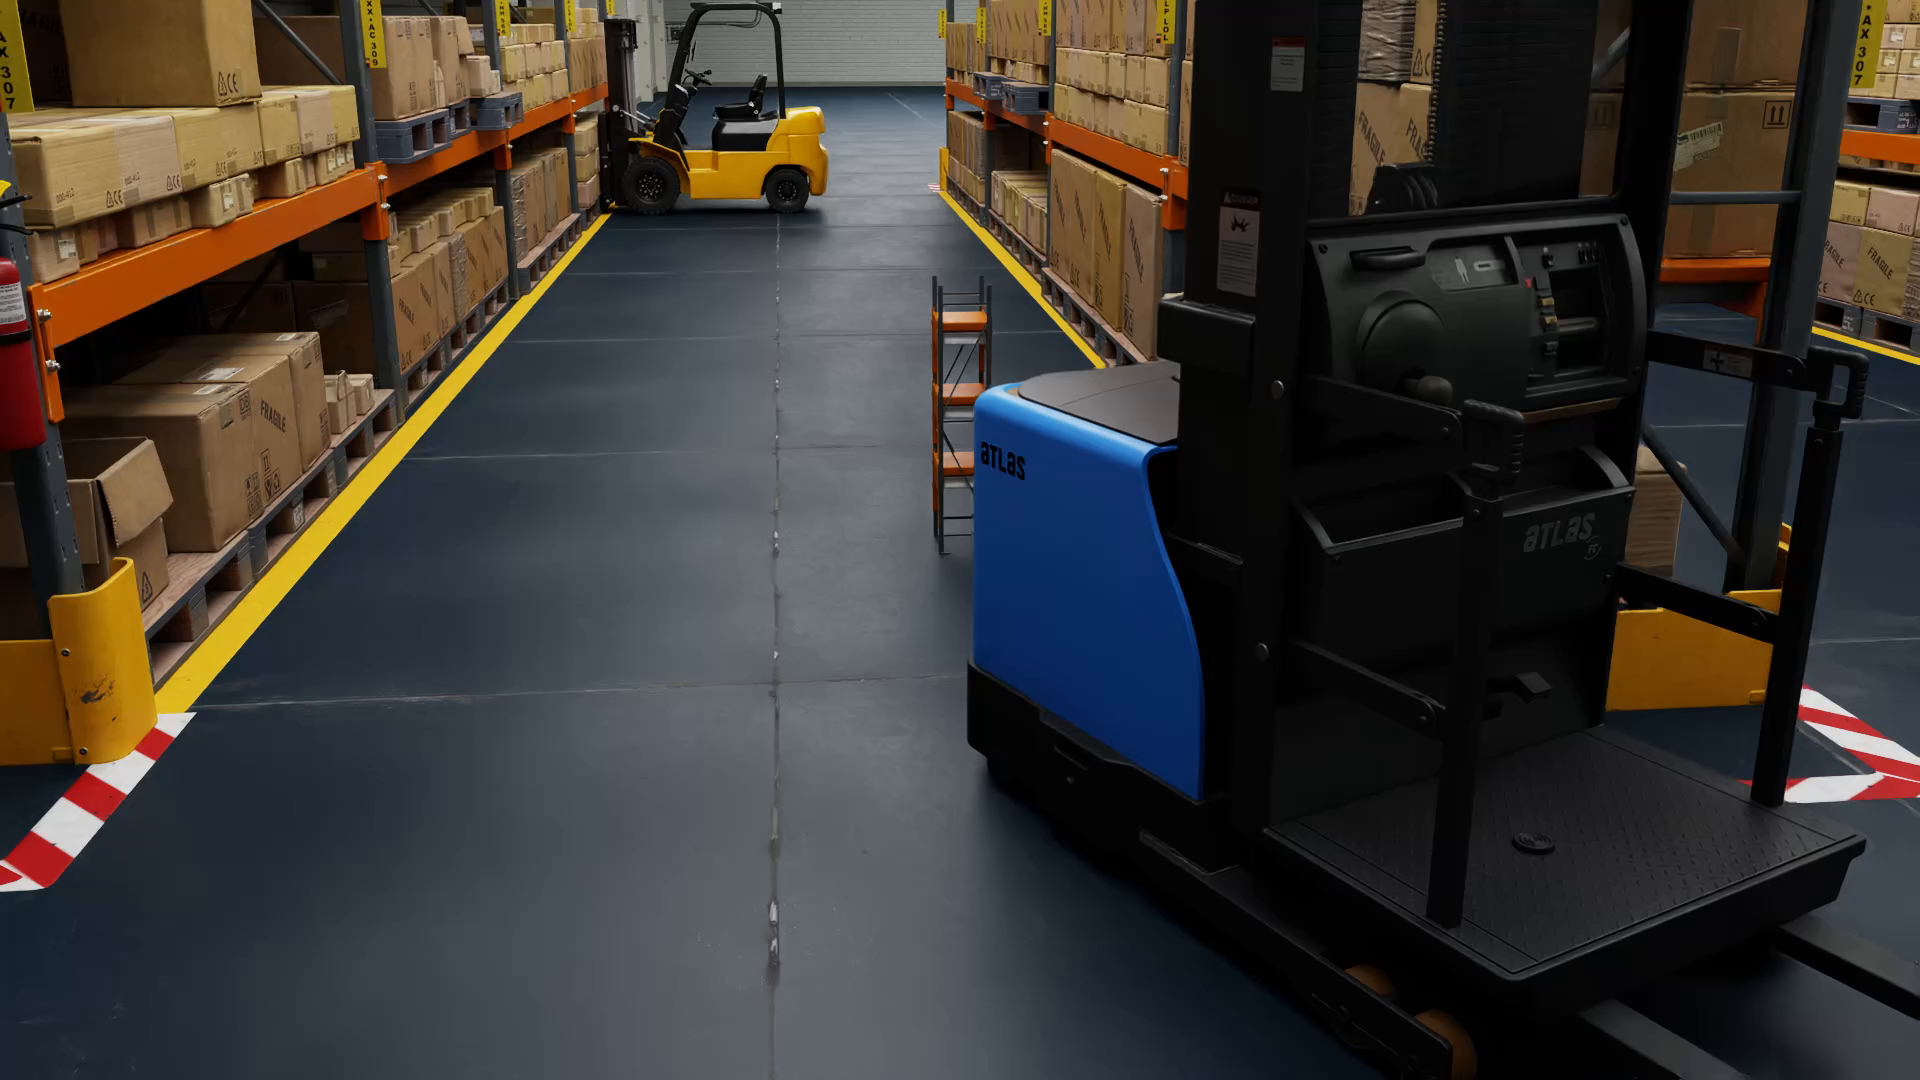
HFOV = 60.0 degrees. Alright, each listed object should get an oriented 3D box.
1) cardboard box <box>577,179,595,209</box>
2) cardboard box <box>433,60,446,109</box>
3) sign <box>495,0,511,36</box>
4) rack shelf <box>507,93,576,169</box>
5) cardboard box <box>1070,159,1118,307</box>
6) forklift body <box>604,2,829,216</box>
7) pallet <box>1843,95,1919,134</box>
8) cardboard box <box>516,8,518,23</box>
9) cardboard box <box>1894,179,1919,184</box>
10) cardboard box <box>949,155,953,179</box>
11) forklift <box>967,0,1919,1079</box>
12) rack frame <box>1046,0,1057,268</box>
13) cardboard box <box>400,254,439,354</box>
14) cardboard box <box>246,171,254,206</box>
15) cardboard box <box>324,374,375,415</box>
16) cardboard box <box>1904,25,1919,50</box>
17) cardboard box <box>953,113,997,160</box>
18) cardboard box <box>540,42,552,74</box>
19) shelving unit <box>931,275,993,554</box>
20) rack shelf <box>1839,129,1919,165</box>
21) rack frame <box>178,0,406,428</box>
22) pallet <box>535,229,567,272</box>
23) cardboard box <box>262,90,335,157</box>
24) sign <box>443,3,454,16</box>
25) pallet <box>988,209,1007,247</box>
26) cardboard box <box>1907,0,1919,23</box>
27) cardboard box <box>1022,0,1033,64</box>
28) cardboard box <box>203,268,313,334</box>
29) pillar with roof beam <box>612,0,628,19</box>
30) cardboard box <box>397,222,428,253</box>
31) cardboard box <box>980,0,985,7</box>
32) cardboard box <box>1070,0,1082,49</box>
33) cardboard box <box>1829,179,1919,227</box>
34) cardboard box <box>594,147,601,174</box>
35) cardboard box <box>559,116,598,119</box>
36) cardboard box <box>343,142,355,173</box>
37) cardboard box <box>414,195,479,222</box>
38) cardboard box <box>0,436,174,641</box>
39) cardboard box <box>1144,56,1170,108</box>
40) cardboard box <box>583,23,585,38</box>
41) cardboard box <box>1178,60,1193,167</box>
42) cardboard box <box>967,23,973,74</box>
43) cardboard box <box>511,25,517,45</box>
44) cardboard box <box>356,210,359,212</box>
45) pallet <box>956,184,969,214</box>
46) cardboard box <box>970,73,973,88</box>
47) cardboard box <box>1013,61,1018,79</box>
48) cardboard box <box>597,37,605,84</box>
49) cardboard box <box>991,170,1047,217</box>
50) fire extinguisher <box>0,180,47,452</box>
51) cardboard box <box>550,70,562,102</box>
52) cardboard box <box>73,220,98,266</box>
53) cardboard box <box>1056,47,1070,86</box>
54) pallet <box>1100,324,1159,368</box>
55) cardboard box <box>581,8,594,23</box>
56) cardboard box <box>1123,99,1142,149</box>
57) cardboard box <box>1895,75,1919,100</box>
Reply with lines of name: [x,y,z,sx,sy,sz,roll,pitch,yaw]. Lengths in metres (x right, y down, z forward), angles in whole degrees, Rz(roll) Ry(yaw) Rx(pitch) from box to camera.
cardboard box: [-3.908,-3.432,16.490,0.500,0.250,0.500,-2,18,-5]
cardboard box: [-3.124,-2.568,9.371,0.396,0.266,0.258,-1,17,-3]
sign: [-3.236,-3.732,11.755,0.100,0.325,0.005,-2,18,-6]
rack shelf: [-3.981,-3.450,13.860,1.077,0.370,4.000,-2,18,-6]
cardboard box: [1.238,-2.064,11.091,0.875,0.875,0.875,-2,17,-5]
forklift body: [-2.590,-4.667,17.953,2.313,2.155,1.214,-2,18,-6]
pallet: [6.320,-2.855,11.083,1.003,0.211,1.213,-2,18,-6]
cardboard box: [-4.641,-5.279,16.738,0.380,0.149,0.250,-2,18,-7]
cardboard box: [6.569,-2.248,11.049,0.500,0.250,0.500,-1,17,-4]
cardboard box: [0.145,-4.375,19.494,0.500,0.250,0.500,-2,18,-6]
forklift: [1.207,-0.473,3.290,1.130,2.935,3.031,-10,20,-29]
rack frame: [1.162,-3.352,12.346,1.000,3.000,0.127,-2,18,-6]
cardboard box: [-3.253,-1.323,9.355,0.500,0.500,0.500,-2,18,-6]
cardboard box: [-2.937,-1.338,6.352,0.380,0.149,0.250,-2,18,-6]
cardboard box: [-3.013,-0.689,7.922,0.380,0.149,0.250,-2,18,-7]
cardboard box: [6.150,-3.130,10.363,0.380,0.149,0.250,-2,18,-7]
cardboard box: [0.206,-4.570,18.863,0.500,0.500,0.500,-2,18,-8]
cardboard box: [-3.775,-4.112,14.183,0.500,0.250,0.500,-1,17,-5]
shelving unit: [0.006,-0.485,6.469,0.215,1.050,0.252,-2,18,-6]
rack shelf: [6.281,-2.596,11.139,1.077,0.370,4.000,-2,18,-6]
rack frame: [-3.362,-2.006,8.058,1.000,3.000,0.127,-2,18,-6]
pallet: [-3.944,-2.476,14.212,1.003,0.211,1.213,-2,18,-6]
cardboard box: [-3.001,-1.783,7.102,0.500,0.250,0.500,-2,18,-5]
sign: [-4.739,-4.822,15.452,0.100,0.325,0.005,-2,18,-6]
pallet: [0.831,-2.981,15.821,1.003,0.211,1.213,-2,18,-6]
cardboard box: [10.286,-5.642,17.308,0.500,0.500,0.500,-2,18,-6]
cardboard box: [0.774,-4.022,13.117,0.500,0.500,0.500,-2,18,-7]
cardboard box: [-3.707,-1.151,8.806,0.500,0.500,0.500,-2,18,-6]
pillar with roof beam: [-2.999,-13.704,35.303,9.100,9.000,0.400,-2,18,-6]
cardboard box: [-3.308,-1.751,9.636,0.380,0.149,0.250,-2,18,-6]
cardboard box: [0.607,-6.257,19.265,0.700,0.500,0.500,-2,18,-7]
cardboard box: [1.030,-3.575,11.219,0.500,0.500,0.500,-2,18,-5]
cardboard box: [6.051,-2.233,11.003,0.500,0.250,0.500,-3,18,-8]
cardboard box: [-4.025,-3.970,17.369,0.500,0.250,0.500,-2,18,-6]
cardboard box: [-4.122,-4.517,18.277,0.500,0.250,0.500,-2,17,-5]
cardboard box: [-3.078,-1.799,7.818,0.380,0.149,0.250,-2,17,-5]
cardboard box: [-3.430,-2.215,11.114,0.380,0.149,0.250,-2,18,-7]
cardboard box: [-2.919,-0.008,5.163,0.797,0.503,0.637,-2,18,-8]
cardboard box: [1.287,-2.451,8.892,0.500,0.250,0.500,-2,18,-6]
cardboard box: [-4.062,-5.232,17.084,0.380,0.149,0.250,-2,18,-7]
cardboard box: [1.363,-2.060,8.064,0.500,0.500,0.500,-1,17,-4]
cardboard box: [0.338,-5.166,17.459,0.500,0.500,0.500,-1,17,-4]
cardboard box: [-3.635,-3.891,12.814,0.380,0.149,0.250,-2,17,-5]
cardboard box: [-3.845,-1.966,10.321,0.380,0.149,0.250,-2,18,-5]
pallet: [0.516,-3.776,18.354,1.003,0.211,1.213,-2,18,-6]
cardboard box: [0.305,-4.813,17.418,0.380,0.149,0.250,-2,18,-6]
cardboard box: [0.656,-3.982,14.071,0.380,0.149,0.250,-2,18,-7]
cardboard box: [-4.244,-5.335,18.496,0.500,0.500,0.500,-1,17,-4]
cardboard box: [0.806,-3.334,15.975,0.950,0.372,0.625,-2,17,-5]
fire extinguisher: [-2.475,-0.570,4.235,0.296,0.674,0.183,-2,18,-6]
cardboard box: [-3.818,-4.026,14.743,0.500,0.250,0.500,-2,18,-6]
cardboard box: [-2.783,-0.875,4.875,0.380,0.149,0.250,-1,17,-4]
cardboard box: [0.969,-3.360,11.788,0.500,0.250,0.500,-2,18,-6]
pallet: [1.420,-1.057,9.692,1.003,0.211,1.213,-2,18,-6]
cardboard box: [-4.122,-5.603,17.769,0.380,0.149,0.250,-1,17,-5]
cardboard box: [1.226,-2.366,9.457,0.500,0.250,0.500,-2,18,-6]
cardboard box: [6.139,-2.845,10.449,0.380,0.149,0.250,-3,18,-8]
